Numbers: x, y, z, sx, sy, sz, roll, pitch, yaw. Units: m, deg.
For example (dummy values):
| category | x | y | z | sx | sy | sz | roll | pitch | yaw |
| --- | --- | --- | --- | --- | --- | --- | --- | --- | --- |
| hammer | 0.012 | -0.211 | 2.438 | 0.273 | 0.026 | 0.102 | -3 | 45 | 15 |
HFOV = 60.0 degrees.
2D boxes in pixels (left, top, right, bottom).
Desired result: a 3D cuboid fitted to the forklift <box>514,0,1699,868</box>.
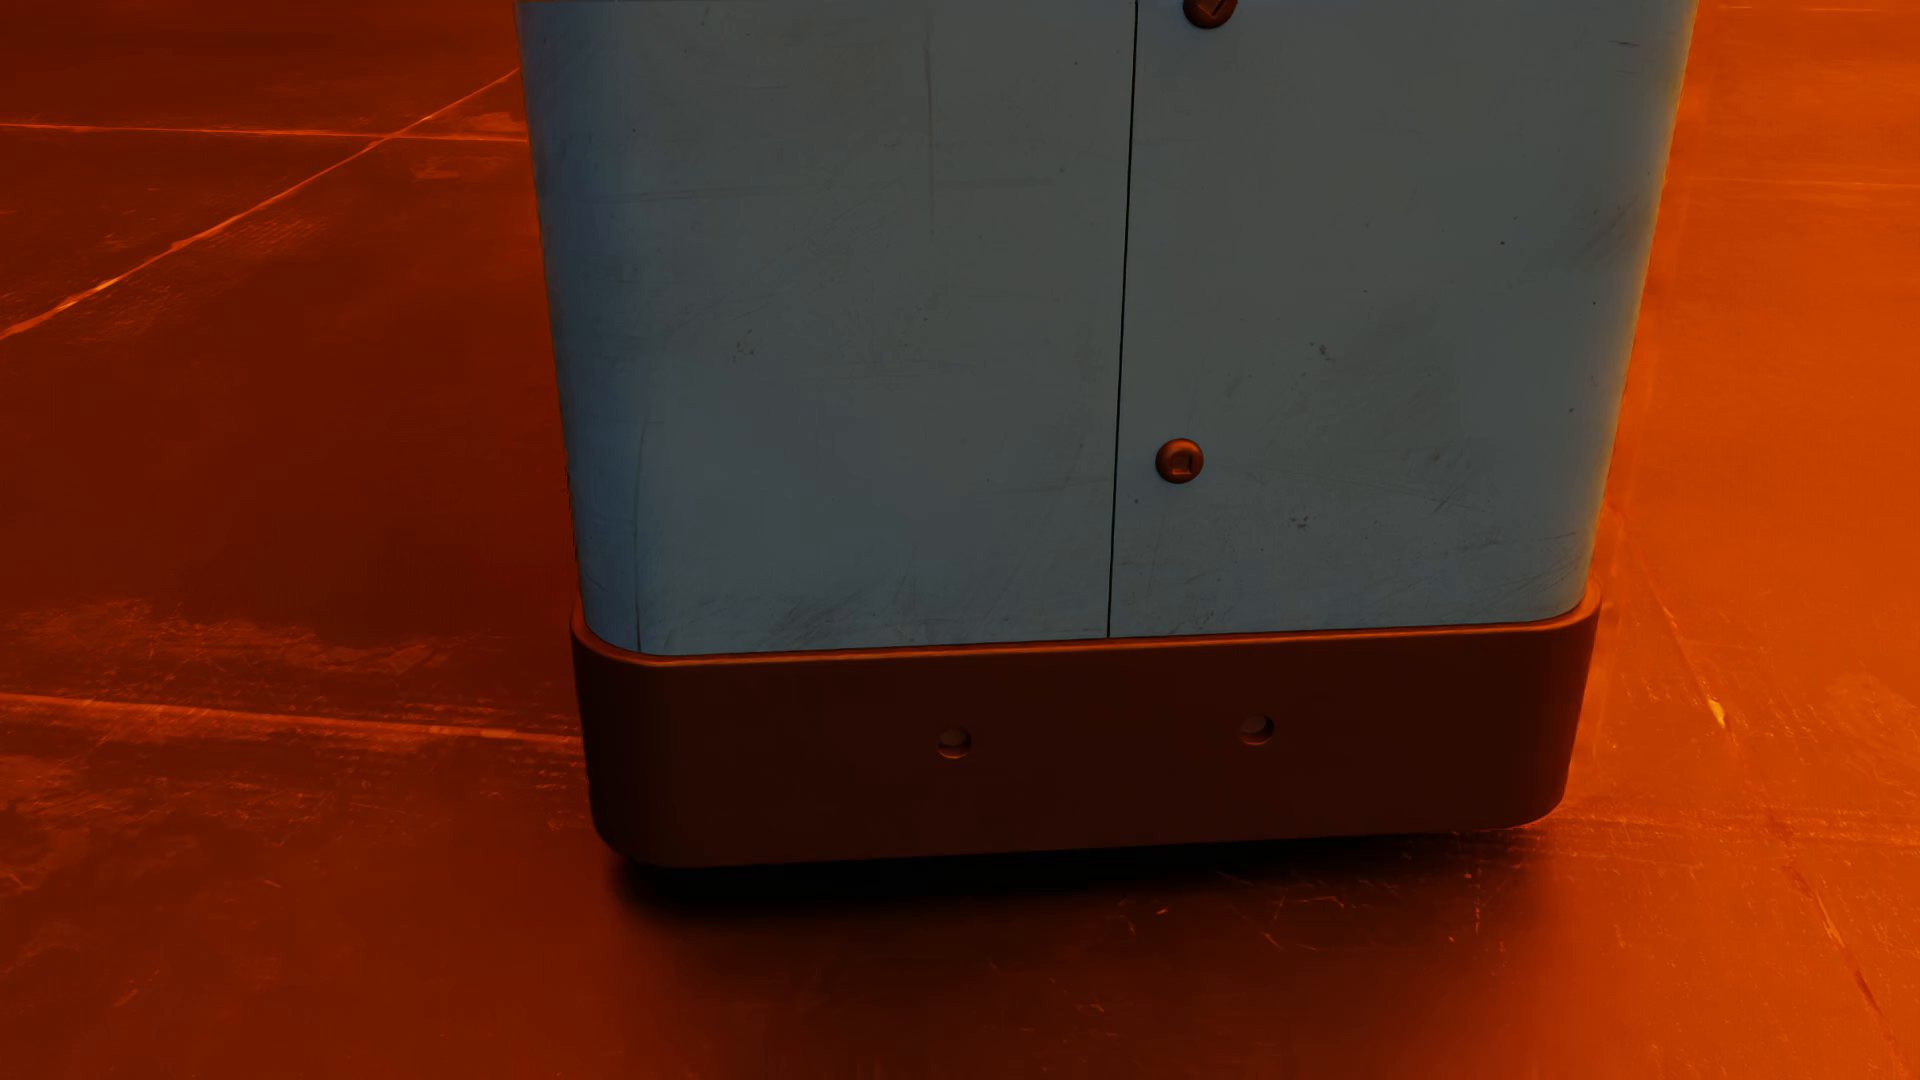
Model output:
| category | x | y | z | sx | sy | sz | roll | pitch | yaw |
| --- | --- | --- | --- | --- | --- | --- | --- | --- | --- |
| forklift | 0.025 | -1.605 | 2.433 | 1.130 | 2.935 | 3.031 | -2 | 27 | -4 |
